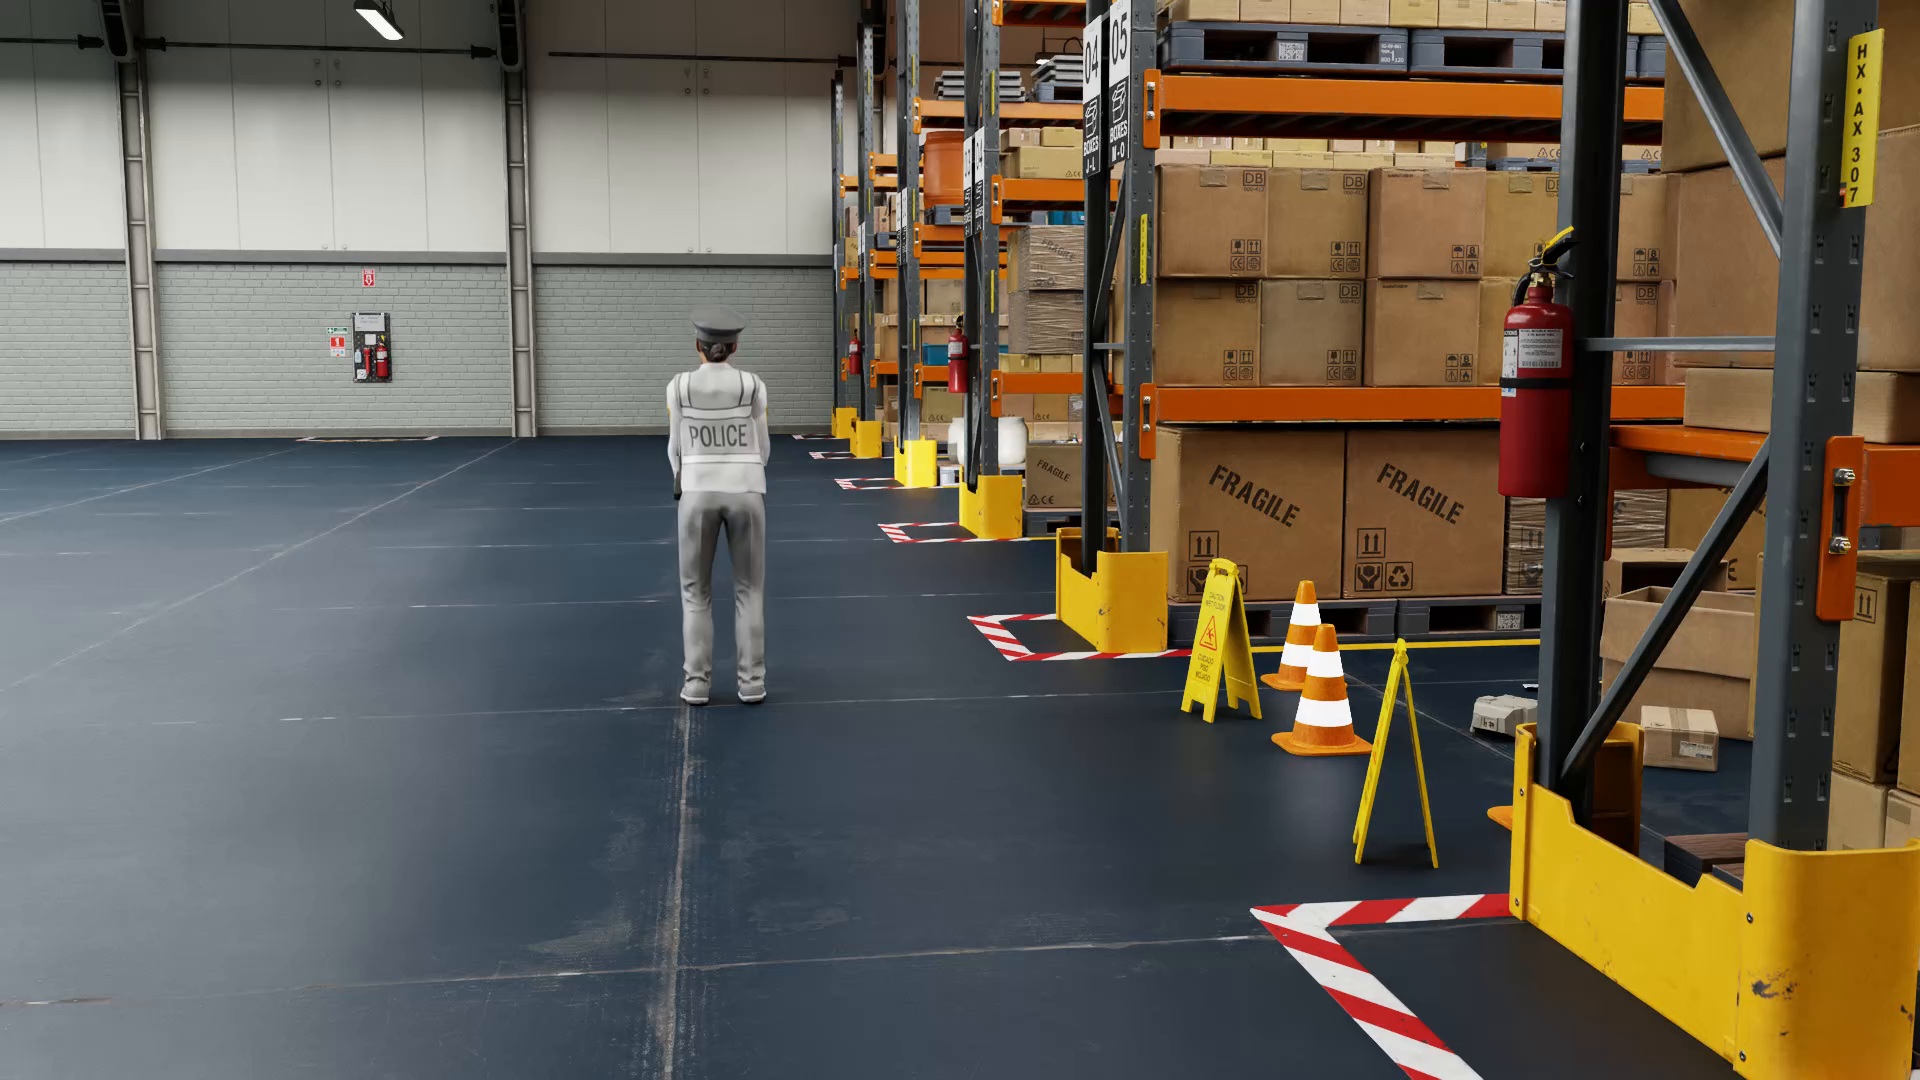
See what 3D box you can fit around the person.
[{"bbox_3d":[-1.024,-0.156,7.103,0.433,1.691,0.515,-1,7,-10],"label":"person"}]
